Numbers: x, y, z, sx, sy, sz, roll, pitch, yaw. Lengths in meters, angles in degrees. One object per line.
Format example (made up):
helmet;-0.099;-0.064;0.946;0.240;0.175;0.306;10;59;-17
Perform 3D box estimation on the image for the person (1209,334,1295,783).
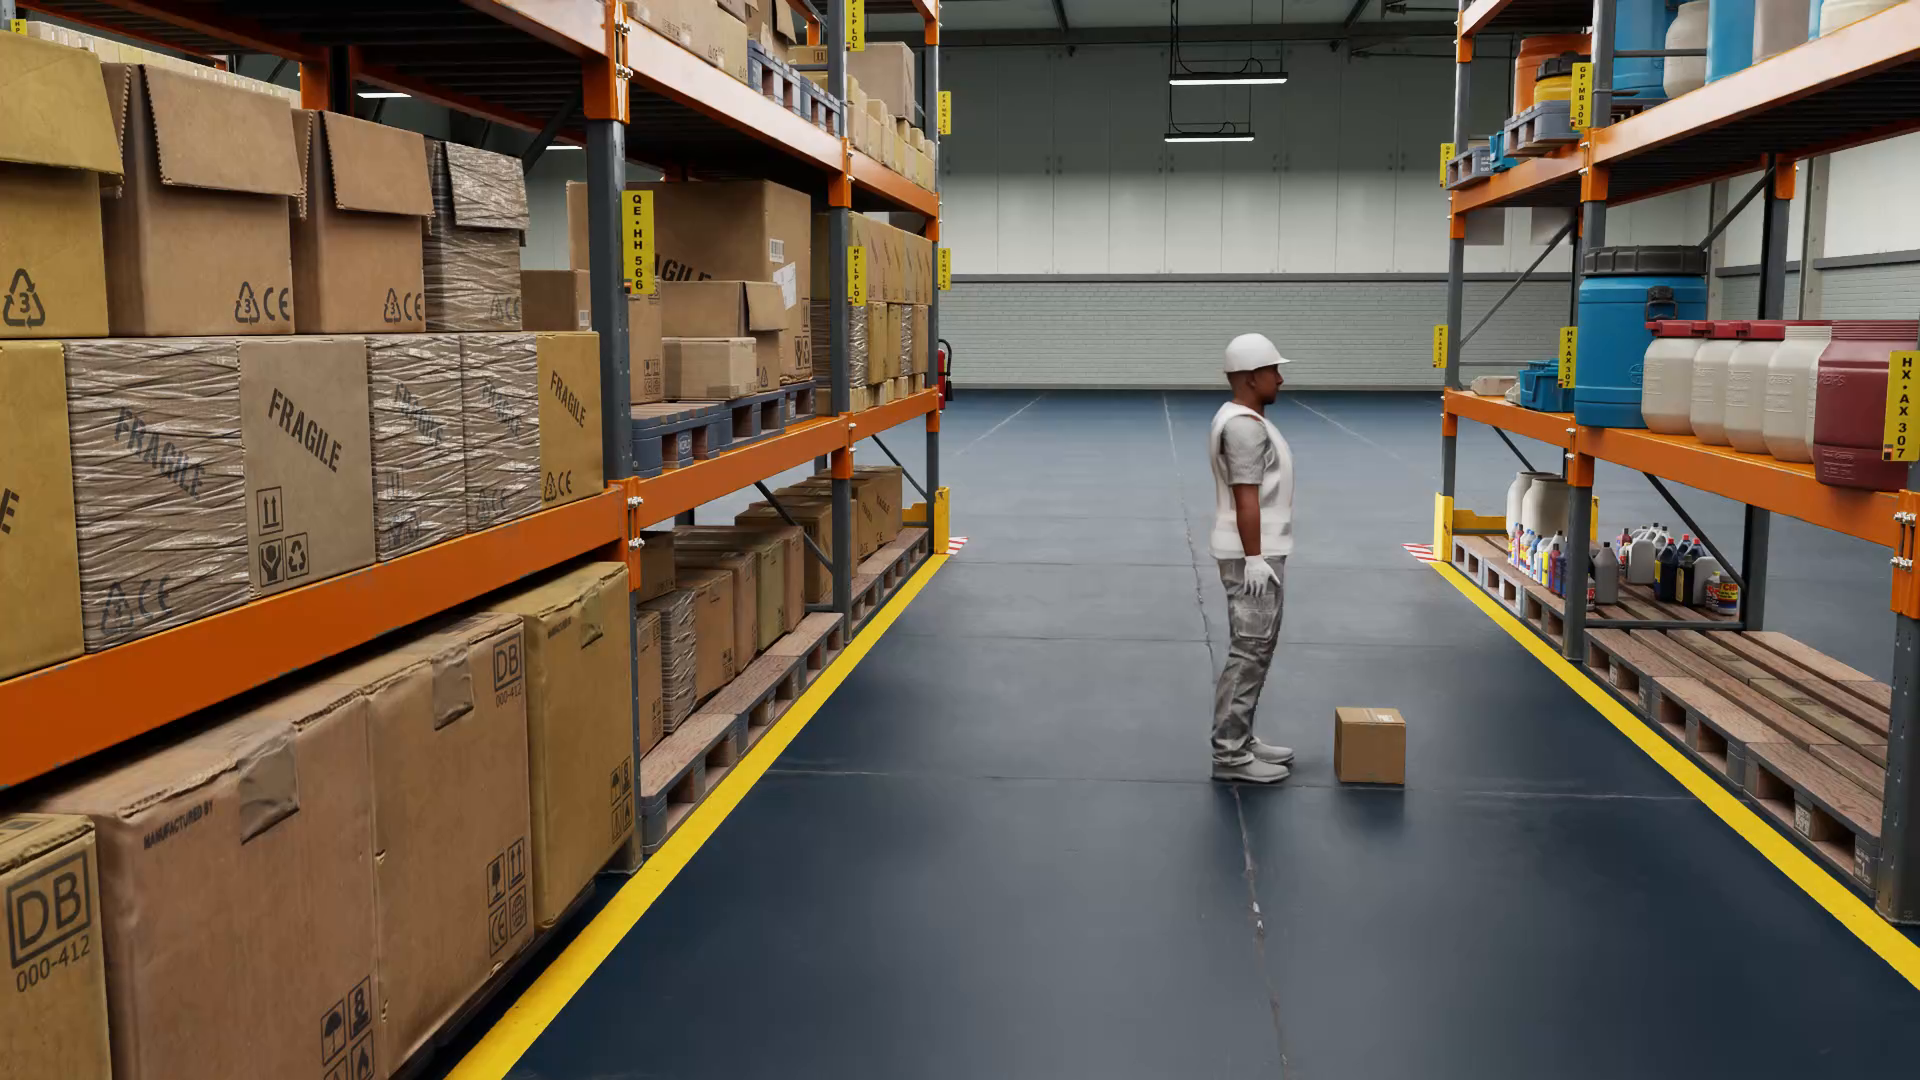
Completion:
person;1.190;0.065;6.719;0.380;1.783;0.546;1;8;7
